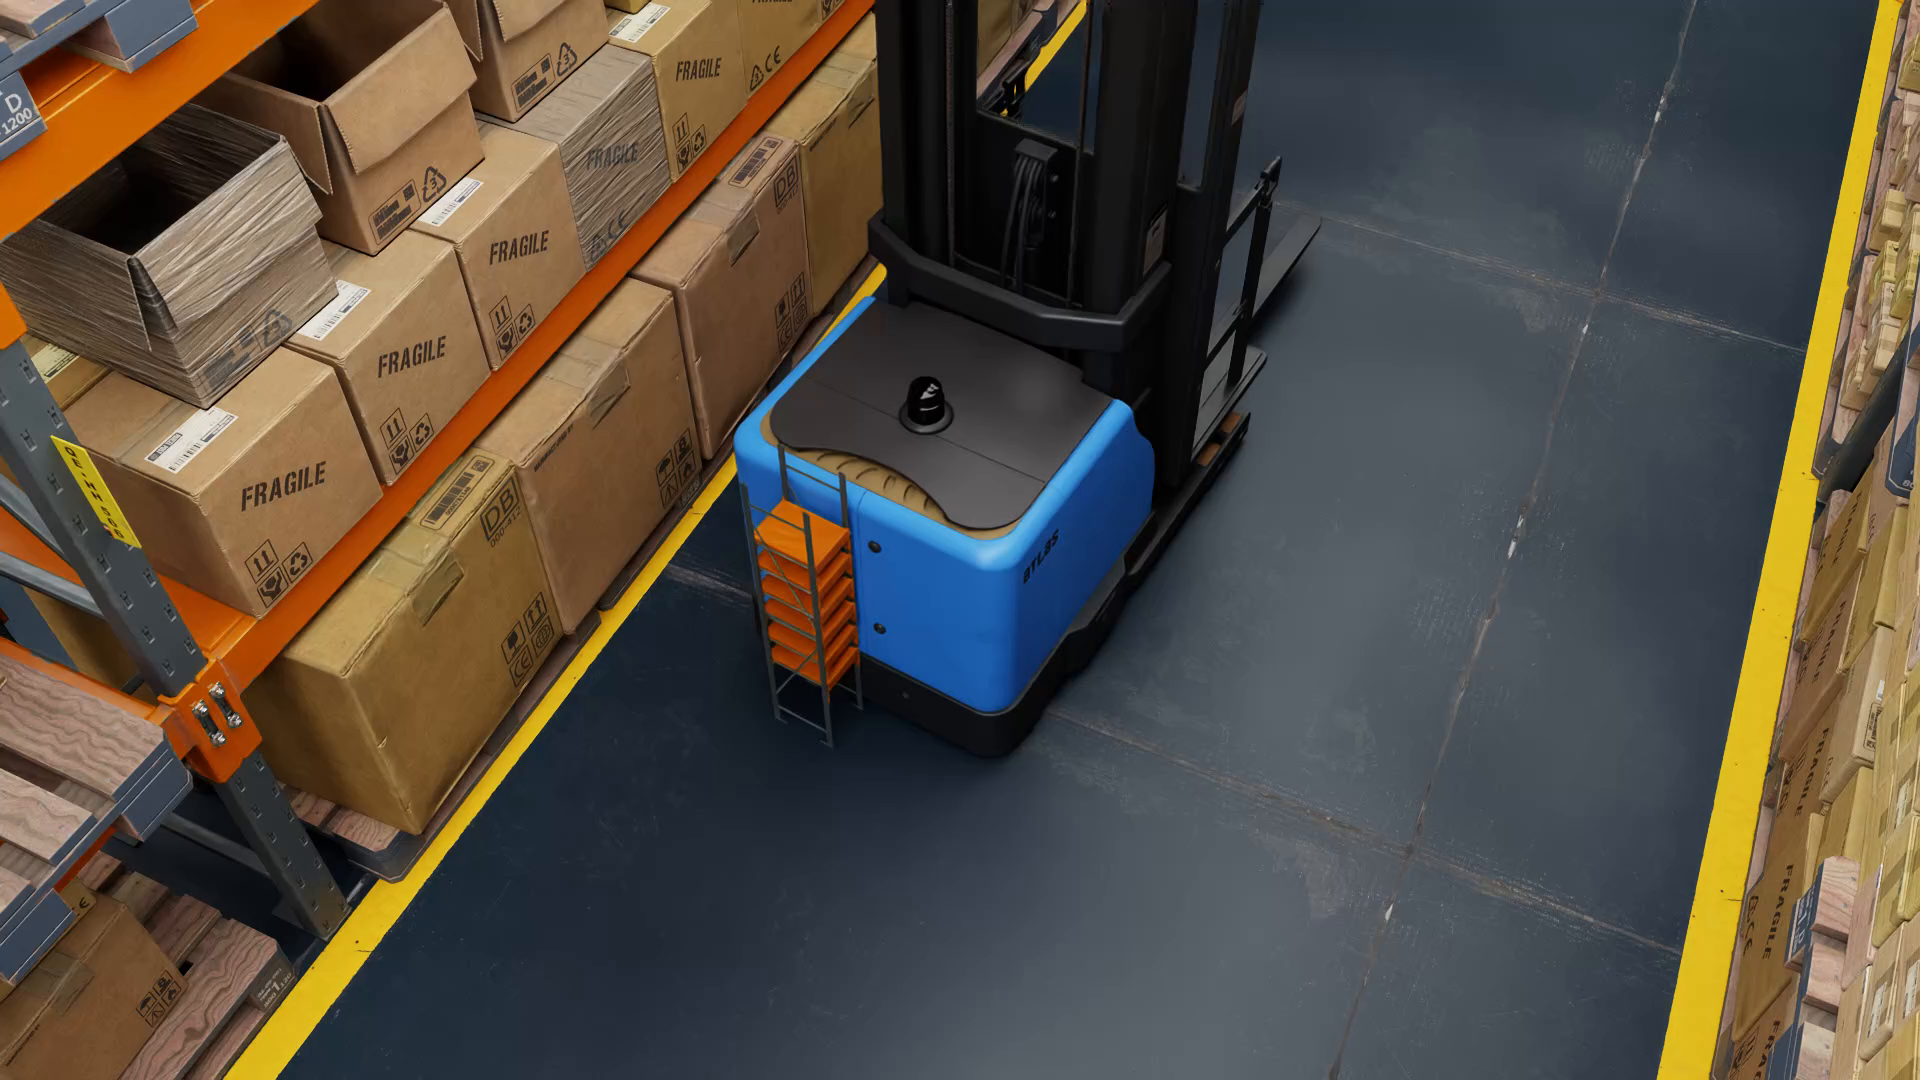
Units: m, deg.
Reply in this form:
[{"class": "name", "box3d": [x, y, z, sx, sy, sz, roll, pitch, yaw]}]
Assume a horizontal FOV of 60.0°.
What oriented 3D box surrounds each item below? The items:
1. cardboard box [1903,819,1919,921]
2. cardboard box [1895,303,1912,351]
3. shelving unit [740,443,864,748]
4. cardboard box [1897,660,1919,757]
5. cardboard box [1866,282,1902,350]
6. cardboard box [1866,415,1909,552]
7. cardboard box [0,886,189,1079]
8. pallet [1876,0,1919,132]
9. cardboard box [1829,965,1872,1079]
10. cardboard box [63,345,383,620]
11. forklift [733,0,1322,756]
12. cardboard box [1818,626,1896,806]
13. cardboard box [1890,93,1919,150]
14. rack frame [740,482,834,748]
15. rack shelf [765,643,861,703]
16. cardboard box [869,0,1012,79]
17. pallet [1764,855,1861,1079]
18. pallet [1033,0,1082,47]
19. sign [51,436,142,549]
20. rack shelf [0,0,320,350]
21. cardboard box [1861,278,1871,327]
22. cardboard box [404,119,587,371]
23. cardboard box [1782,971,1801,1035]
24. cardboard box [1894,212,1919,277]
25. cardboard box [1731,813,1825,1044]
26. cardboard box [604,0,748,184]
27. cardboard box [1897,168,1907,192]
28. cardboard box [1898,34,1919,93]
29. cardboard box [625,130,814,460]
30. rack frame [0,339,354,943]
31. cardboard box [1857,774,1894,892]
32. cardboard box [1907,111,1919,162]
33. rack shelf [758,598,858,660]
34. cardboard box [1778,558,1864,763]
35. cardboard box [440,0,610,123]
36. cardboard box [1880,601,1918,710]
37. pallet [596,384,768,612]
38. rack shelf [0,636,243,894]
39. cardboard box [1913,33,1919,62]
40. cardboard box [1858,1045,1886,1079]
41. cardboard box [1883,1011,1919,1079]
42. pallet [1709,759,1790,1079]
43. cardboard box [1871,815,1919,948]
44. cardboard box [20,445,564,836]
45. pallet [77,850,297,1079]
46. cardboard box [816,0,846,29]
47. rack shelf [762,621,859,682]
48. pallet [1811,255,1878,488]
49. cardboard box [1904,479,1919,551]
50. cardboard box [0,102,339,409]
[{"class": "cardboard box", "box3d": [2.062, 0.674, 3.206, 0.380, 0.149, 0.250, 21, 53, 17]}, {"class": "cardboard box", "box3d": [3.672, -0.728, 6.106, 0.380, 0.149, 0.250, 21, 53, 17]}, {"class": "shelving unit", "box3d": [-0.485, 0.211, 5.283, 0.258, 1.200, 0.189, 25, 54, 20]}, {"class": "cardboard box", "box3d": [2.284, 0.412, 3.624, 0.380, 0.149, 0.250, 19, 52, 16]}, {"class": "cardboard box", "box3d": [3.707, -0.813, 6.373, 0.380, 0.149, 0.250, 18, 52, 14]}, {"class": "cardboard box", "box3d": [3.201, -0.140, 5.273, 0.500, 0.250, 0.500, 18, 52, 15]}, {"class": "cardboard box", "box3d": [-2.663, 1.213, 4.601, 0.700, 0.500, 0.500, 17, 52, 14]}, {"class": "pallet", "box3d": [5.053, -2.244, 8.021, 1.003, 0.211, 1.213, 20, 52, 16]}, {"class": "cardboard box", "box3d": [1.949, 1.046, 3.279, 0.380, 0.149, 0.250, 20, 52, 16]}, {"class": "cardboard box", "box3d": [-1.941, -0.201, 4.386, 0.500, 0.500, 0.500, 21, 53, 17]}, {"class": "forklift", "box3d": [0.478, -1.343, 5.468, 1.130, 2.935, 3.031, 25, 54, 20]}, {"class": "cardboard box", "box3d": [2.754, 0.577, 4.662, 0.500, 0.250, 0.500, 22, 53, 17]}, {"class": "cardboard box", "box3d": [4.397, -1.833, 7.437, 0.380, 0.149, 0.250, 17, 52, 14]}, {"class": "rack frame", "box3d": [-0.533, 0.270, 5.232, 0.240, 1.200, 0.006, 25, 54, 20]}, {"class": "rack shelf", "box3d": [-0.485, 0.395, 5.500, 0.258, 0.103, 0.180, 25, 54, 20]}, {"class": "cardboard box", "box3d": [-0.332, -2.553, 7.572, 0.875, 0.875, 0.875, 20, 52, 16]}, {"class": "pallet", "box3d": [2.255, 1.297, 3.302, 1.213, 0.211, 1.003, 20, 52, 16]}, {"class": "pallet", "box3d": [0.229, -3.115, 8.762, 1.003, 0.211, 1.213, 20, 52, 16]}, {"class": "sign", "box3d": [-1.900, -0.102, 3.659, 0.100, 0.325, 0.005, 20, 52, 16]}, {"class": "rack shelf", "box3d": [-1.541, -2.039, 4.518, 1.077, 0.370, 4.000, 20, 52, 16]}, {"class": "cardboard box", "box3d": [3.856, -0.942, 6.678, 0.380, 0.149, 0.250, 18, 52, 15]}, {"class": "cardboard box", "box3d": [-1.507, -0.911, 4.990, 0.500, 0.500, 0.500, 19, 52, 15]}, {"class": "cardboard box", "box3d": [2.307, 1.284, 4.061, 0.500, 0.250, 0.500, 20, 53, 17]}, {"class": "cardboard box", "box3d": [3.845, -1.091, 6.414, 0.380, 0.149, 0.250, 19, 52, 16]}, {"class": "cardboard box", "box3d": [2.528, 1.171, 4.650, 0.500, 0.500, 0.500, 18, 52, 14]}, {"class": "cardboard box", "box3d": [-1.074, -1.598, 5.575, 0.500, 0.500, 0.500, 19, 52, 16]}, {"class": "cardboard box", "box3d": [4.229, -1.457, 7.117, 0.380, 0.149, 0.250, 21, 53, 17]}, {"class": "cardboard box", "box3d": [4.605, -2.183, 7.734, 0.380, 0.149, 0.250, 20, 53, 17]}, {"class": "cardboard box", "box3d": [-1.322, -1.062, 6.303, 1.225, 0.875, 0.875, 18, 52, 15]}, {"class": "rack frame", "box3d": [-2.395, 0.077, 4.215, 1.000, 3.000, 0.127, 20, 52, 16]}, {"class": "cardboard box", "box3d": [2.169, 0.699, 3.575, 0.380, 0.149, 0.250, 19, 52, 16]}, {"class": "cardboard box", "box3d": [4.163, -1.650, 6.890, 0.380, 0.149, 0.250, 18, 52, 15]}, {"class": "rack shelf", "box3d": [-0.485, 0.239, 5.317, 0.258, 0.103, 0.180, 25, 54, 20]}, {"class": "cardboard box", "box3d": [2.975, 0.468, 5.248, 0.500, 0.500, 0.500, 22, 53, 18]}, {"class": "cardboard box", "box3d": [-1.507, -1.690, 4.994, 0.797, 0.503, 0.637, 21, 53, 17]}, {"class": "cardboard box", "box3d": [2.394, 0.335, 3.884, 0.380, 0.149, 0.250, 21, 53, 17]}, {"class": "pallet", "box3d": [-1.468, -0.374, 6.430, 1.003, 0.211, 1.213, 20, 52, 16]}, {"class": "rack shelf", "box3d": [-3.249, 1.688, 3.317, 1.077, 0.370, 4.000, 20, 52, 16]}, {"class": "cardboard box", "box3d": [4.608, -2.271, 7.613, 0.380, 0.149, 0.250, 21, 53, 17]}, {"class": "cardboard box", "box3d": [1.846, 1.121, 3.020, 0.380, 0.149, 0.250, 21, 53, 17]}, {"class": "cardboard box", "box3d": [1.841, 1.027, 2.906, 0.380, 0.149, 0.250, 18, 52, 15]}, {"class": "pallet", "box3d": [2.904, 1.290, 5.014, 1.003, 0.211, 1.213, 20, 52, 16]}, {"class": "cardboard box", "box3d": [2.068, 0.755, 3.332, 0.380, 0.149, 0.250, 21, 53, 17]}, {"class": "cardboard box", "box3d": [-2.081, 0.161, 5.263, 1.225, 0.875, 0.875, 18, 52, 14]}, {"class": "pallet", "box3d": [-2.730, 1.519, 4.819, 1.003, 0.211, 1.213, 20, 52, 16]}, {"class": "cardboard box", "box3d": [-0.639, -2.299, 6.171, 0.500, 0.500, 0.500, 20, 52, 16]}, {"class": "rack shelf", "box3d": [-0.485, 0.317, 5.408, 0.258, 0.103, 0.180, 25, 54, 20]}, {"class": "pallet", "box3d": [4.010, -0.564, 6.591, 1.003, 0.211, 1.213, 20, 52, 16]}, {"class": "cardboard box", "box3d": [2.618, -0.026, 4.192, 0.380, 0.149, 0.250, 19, 52, 15]}, {"class": "cardboard box", "box3d": [-2.068, -0.778, 4.219, 0.797, 0.503, 0.637, 21, 53, 17]}]
